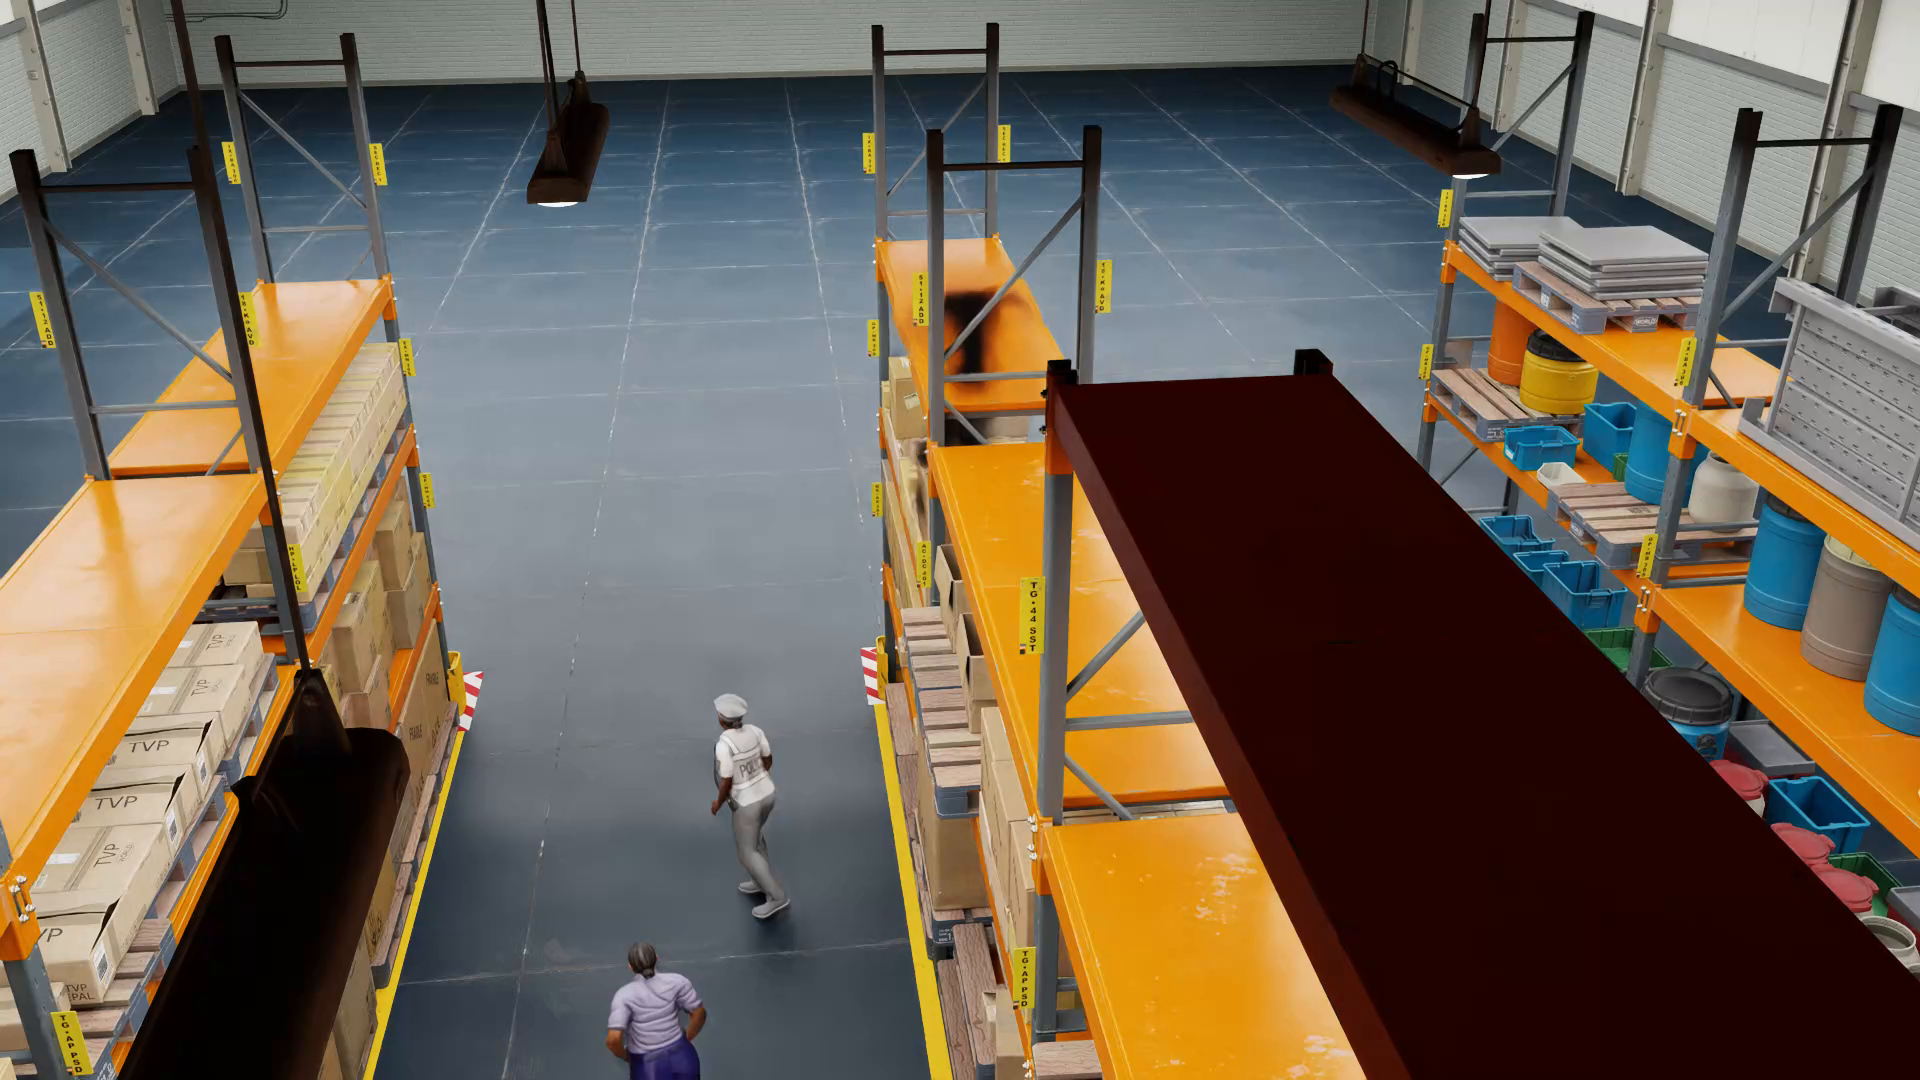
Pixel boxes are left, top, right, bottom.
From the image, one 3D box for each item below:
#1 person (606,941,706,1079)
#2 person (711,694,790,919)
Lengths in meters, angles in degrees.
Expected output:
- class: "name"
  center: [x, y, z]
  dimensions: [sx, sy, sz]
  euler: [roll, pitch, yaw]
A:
- class: "person"
  center: [-1.742, 3.245, 9.931]
  dimensions: [0.617, 1.616, 0.896]
  euler: [-16, 30, -29]
- class: "person"
  center: [-1.542, 2.001, 12.483]
  dimensions: [0.765, 1.625, 0.592]
  euler: [16, 30, 30]
